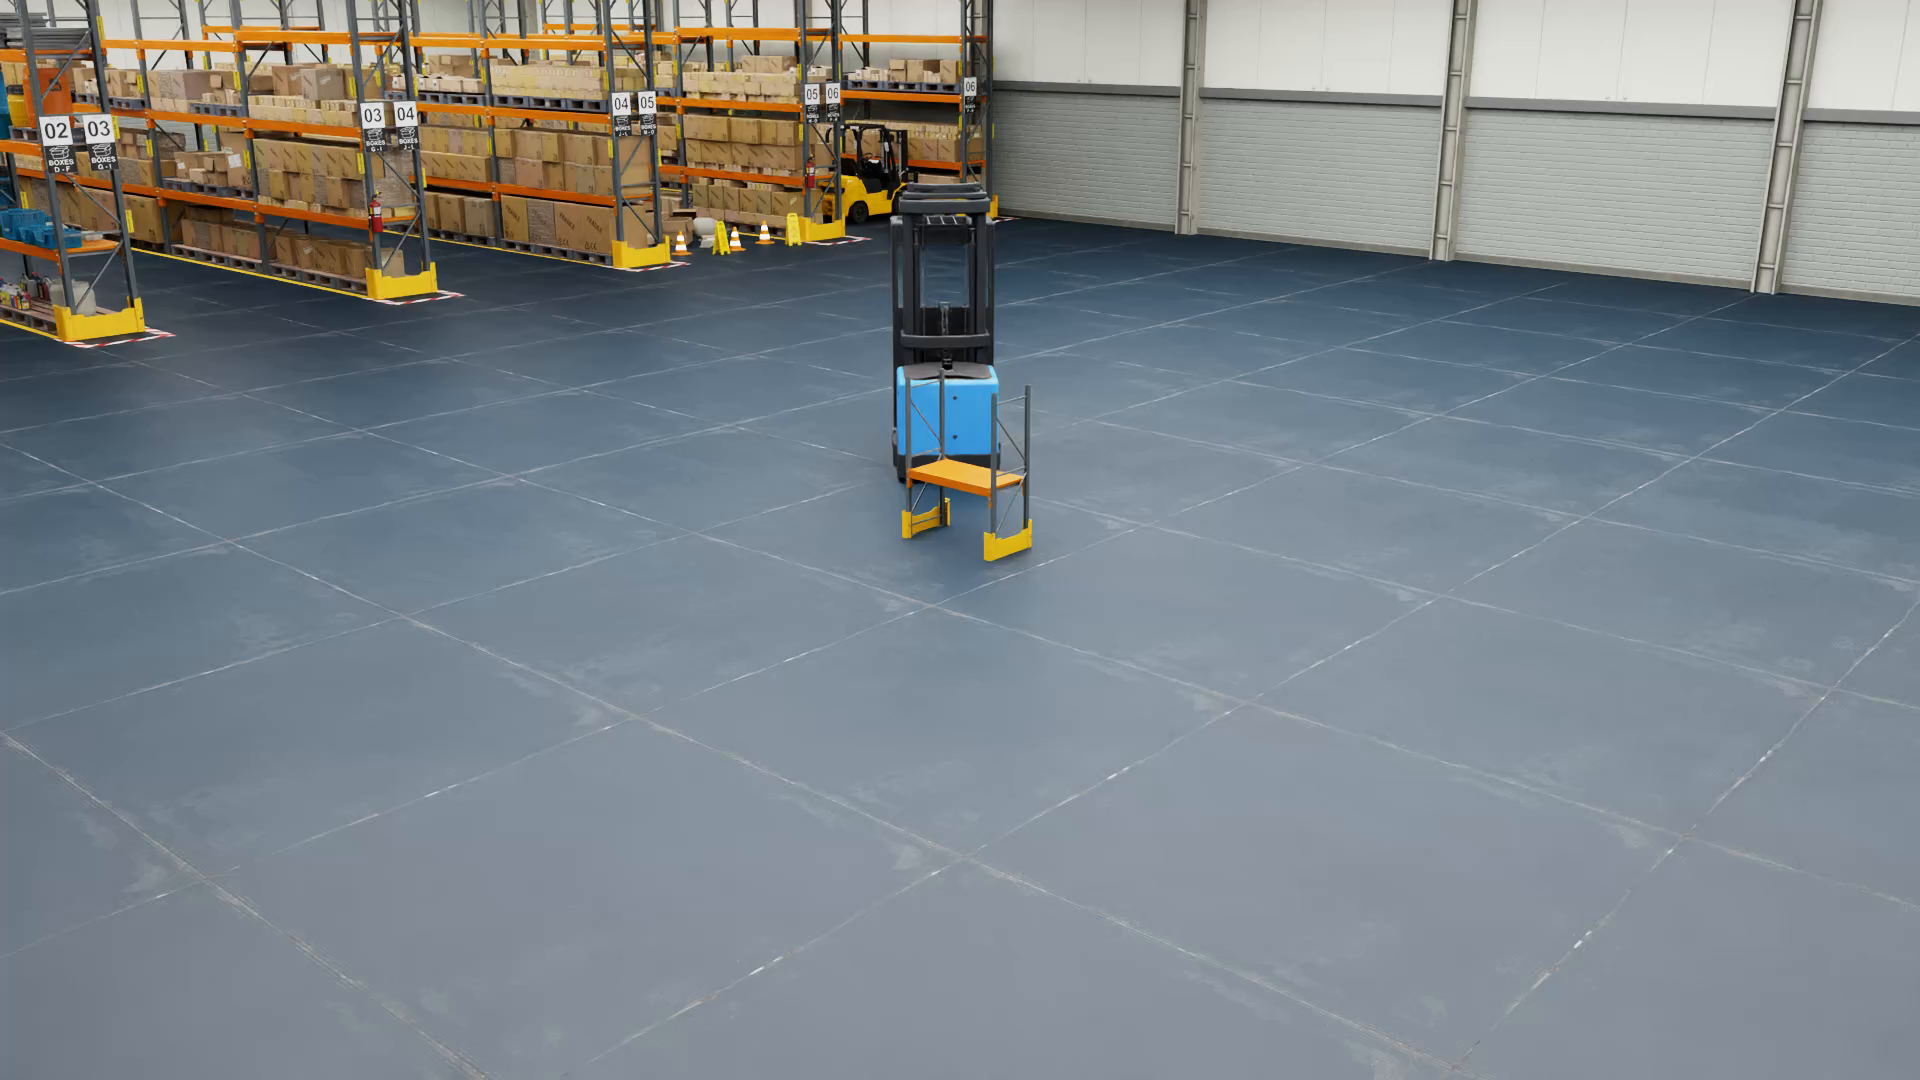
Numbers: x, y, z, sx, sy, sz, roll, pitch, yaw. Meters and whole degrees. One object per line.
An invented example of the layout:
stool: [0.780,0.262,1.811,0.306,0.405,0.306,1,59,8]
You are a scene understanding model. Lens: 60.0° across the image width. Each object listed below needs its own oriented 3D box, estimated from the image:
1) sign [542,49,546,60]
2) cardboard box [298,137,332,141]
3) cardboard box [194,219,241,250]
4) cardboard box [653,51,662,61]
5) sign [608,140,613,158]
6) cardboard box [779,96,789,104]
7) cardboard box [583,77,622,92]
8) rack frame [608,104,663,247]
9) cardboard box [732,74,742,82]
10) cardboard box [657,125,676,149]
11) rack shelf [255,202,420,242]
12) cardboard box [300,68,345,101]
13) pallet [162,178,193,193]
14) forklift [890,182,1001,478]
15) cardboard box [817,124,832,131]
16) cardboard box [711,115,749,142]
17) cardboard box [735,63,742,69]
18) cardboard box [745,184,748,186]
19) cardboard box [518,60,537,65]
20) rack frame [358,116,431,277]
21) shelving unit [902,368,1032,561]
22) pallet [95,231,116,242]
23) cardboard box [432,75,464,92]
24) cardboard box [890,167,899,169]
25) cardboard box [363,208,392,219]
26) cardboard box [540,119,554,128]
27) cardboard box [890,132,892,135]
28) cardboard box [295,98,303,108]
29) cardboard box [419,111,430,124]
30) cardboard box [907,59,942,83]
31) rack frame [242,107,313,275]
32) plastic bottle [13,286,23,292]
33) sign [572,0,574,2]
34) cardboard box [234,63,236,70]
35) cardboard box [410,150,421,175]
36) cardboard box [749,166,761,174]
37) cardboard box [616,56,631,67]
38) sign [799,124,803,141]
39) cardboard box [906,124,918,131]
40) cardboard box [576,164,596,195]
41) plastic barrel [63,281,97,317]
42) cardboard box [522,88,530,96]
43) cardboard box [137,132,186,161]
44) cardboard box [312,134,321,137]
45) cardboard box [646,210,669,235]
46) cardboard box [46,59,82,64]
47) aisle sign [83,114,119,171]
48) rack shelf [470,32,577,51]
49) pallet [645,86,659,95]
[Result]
sign: [-11.944,-13.924,47.763,0.005,0.325,0.100,15,23,39]
cardboard box: [-11.585,-6.963,29.923,0.500,0.500,0.500,15,23,39]
cardboard box: [-14.533,-6.008,32.629,0.500,0.500,0.700,13,22,35]
cardboard box: [-8.318,-13.249,45.458,0.258,0.266,0.396,15,23,38]
sign: [-6.490,-7.269,30.890,0.005,0.325,0.100,15,23,39]
cardboard box: [-3.570,-9.225,34.817,0.250,0.149,0.380,15,23,40]
cardboard box: [-6.671,-8.507,31.035,0.500,0.250,0.500,15,23,40]
rack frame: [-6.119,-6.724,31.479,0.127,3.000,1.000,15,23,39]
cardboard box: [-4.664,-9.927,35.710,0.250,0.149,0.380,16,23,40]
cardboard box: [-6.770,-9.197,37.920,0.500,0.500,0.500,15,23,40]
rack shelf: [-10.983,-5.681,29.381,4.000,0.370,1.077,15,23,39]
cardboard box: [-10.814,-7.734,28.218,0.500,0.500,0.500,15,23,39]
pallet: [-14.867,-7.018,32.723,1.003,0.211,1.213,15,23,39]
forklift: [-0.194,-2.423,18.039,1.130,2.935,3.031,-1,18,-3]
cardboard box: [-3.365,-10.275,41.431,0.250,0.149,0.380,15,23,39]
cardboard box: [-4.991,-8.982,36.283,0.500,0.500,0.700,14,23,38]
cardboard box: [-5.693,-12.421,43.568,0.250,0.149,0.380,14,22,37]
cardboard box: [-4.516,-7.653,37.016,0.500,0.500,0.500,17,24,42]
cardboard box: [-10.403,-11.437,40.509,0.500,0.500,0.500,15,23,40]
rack frame: [-9.487,-5.622,28.007,0.127,3.000,1.000,15,23,39]
shelving unit: [0.057,-0.700,14.975,1.083,1.500,0.587,15,23,39]
pallet: [-17.835,-6.565,35.587,1.213,0.211,1.003,15,23,39]
cardboard box: [-10.568,-9.465,34.443,0.500,0.311,0.500,14,22,37]
cardboard box: [-1.724,-9.004,40.862,0.500,0.250,0.500,15,23,38]
cardboard box: [-9.837,-5.513,28.078,0.250,0.149,0.380,15,23,39]
cardboard box: [-9.842,-10.141,40.426,0.500,0.500,0.500,16,23,40]
cardboard box: [-1.607,-9.761,39.811,0.250,0.149,0.380,14,22,38]
cardboard box: [-11.225,-7.542,28.684,0.250,0.149,0.380,16,23,41]
cardboard box: [-13.925,-11.237,43.880,0.500,0.500,0.500,15,23,39]
cardboard box: [-0.810,-10.975,38.891,0.500,0.500,0.700,15,23,40]
rack frame: [-12.479,-6.426,30.538,0.127,3.000,1.000,15,23,39]
plastic bottle: [-14.900,-3.876,26.279,0.135,0.276,0.152,15,23,39]
sign: [-11.201,-15.702,48.046,0.005,0.325,0.100,15,23,39]
cardboard box: [-17.218,-11.404,40.028,0.250,0.149,0.380,16,24,41]
cardboard box: [-11.564,-8.126,35.729,0.500,0.500,0.500,15,23,39]
cardboard box: [-4.334,-8.012,35.953,0.250,0.149,0.380,15,23,39]
cardboard box: [-9.130,-13.183,45.801,0.500,0.250,0.500,15,23,39]
sign: [-3.293,-8.445,34.466,0.005,0.325,0.100,15,23,39]
cardboard box: [-1.046,-9.745,39.267,0.250,0.149,0.380,16,23,40]
cardboard box: [-6.853,-6.965,31.991,0.550,0.550,0.875,15,23,39]
plastic barrel: [-13.318,-3.631,25.151,0.421,0.512,0.421,0,18,0]
cardboard box: [-8.302,-8.731,32.400,0.250,0.149,0.380,15,23,38]
cardboard box: [-16.007,-7.905,33.376,0.637,0.503,0.797,16,24,41]
cardboard box: [-14.518,-9.157,37.883,0.250,0.149,0.380,15,23,39]
cardboard box: [-6.608,-6.705,35.321,0.503,0.637,0.797,15,23,39]
cardboard box: [-19.162,-10.305,35.538,0.500,0.250,0.500,13,22,36]
aisle sign: [-12.526,-5.793,24.246,0.004,0.787,0.394,15,23,39]
rack shelf: [-10.389,-12.198,40.661,4.000,0.370,1.077,15,23,39]
pallet: [-7.070,-10.363,38.298,1.003,0.211,1.213,15,23,39]
